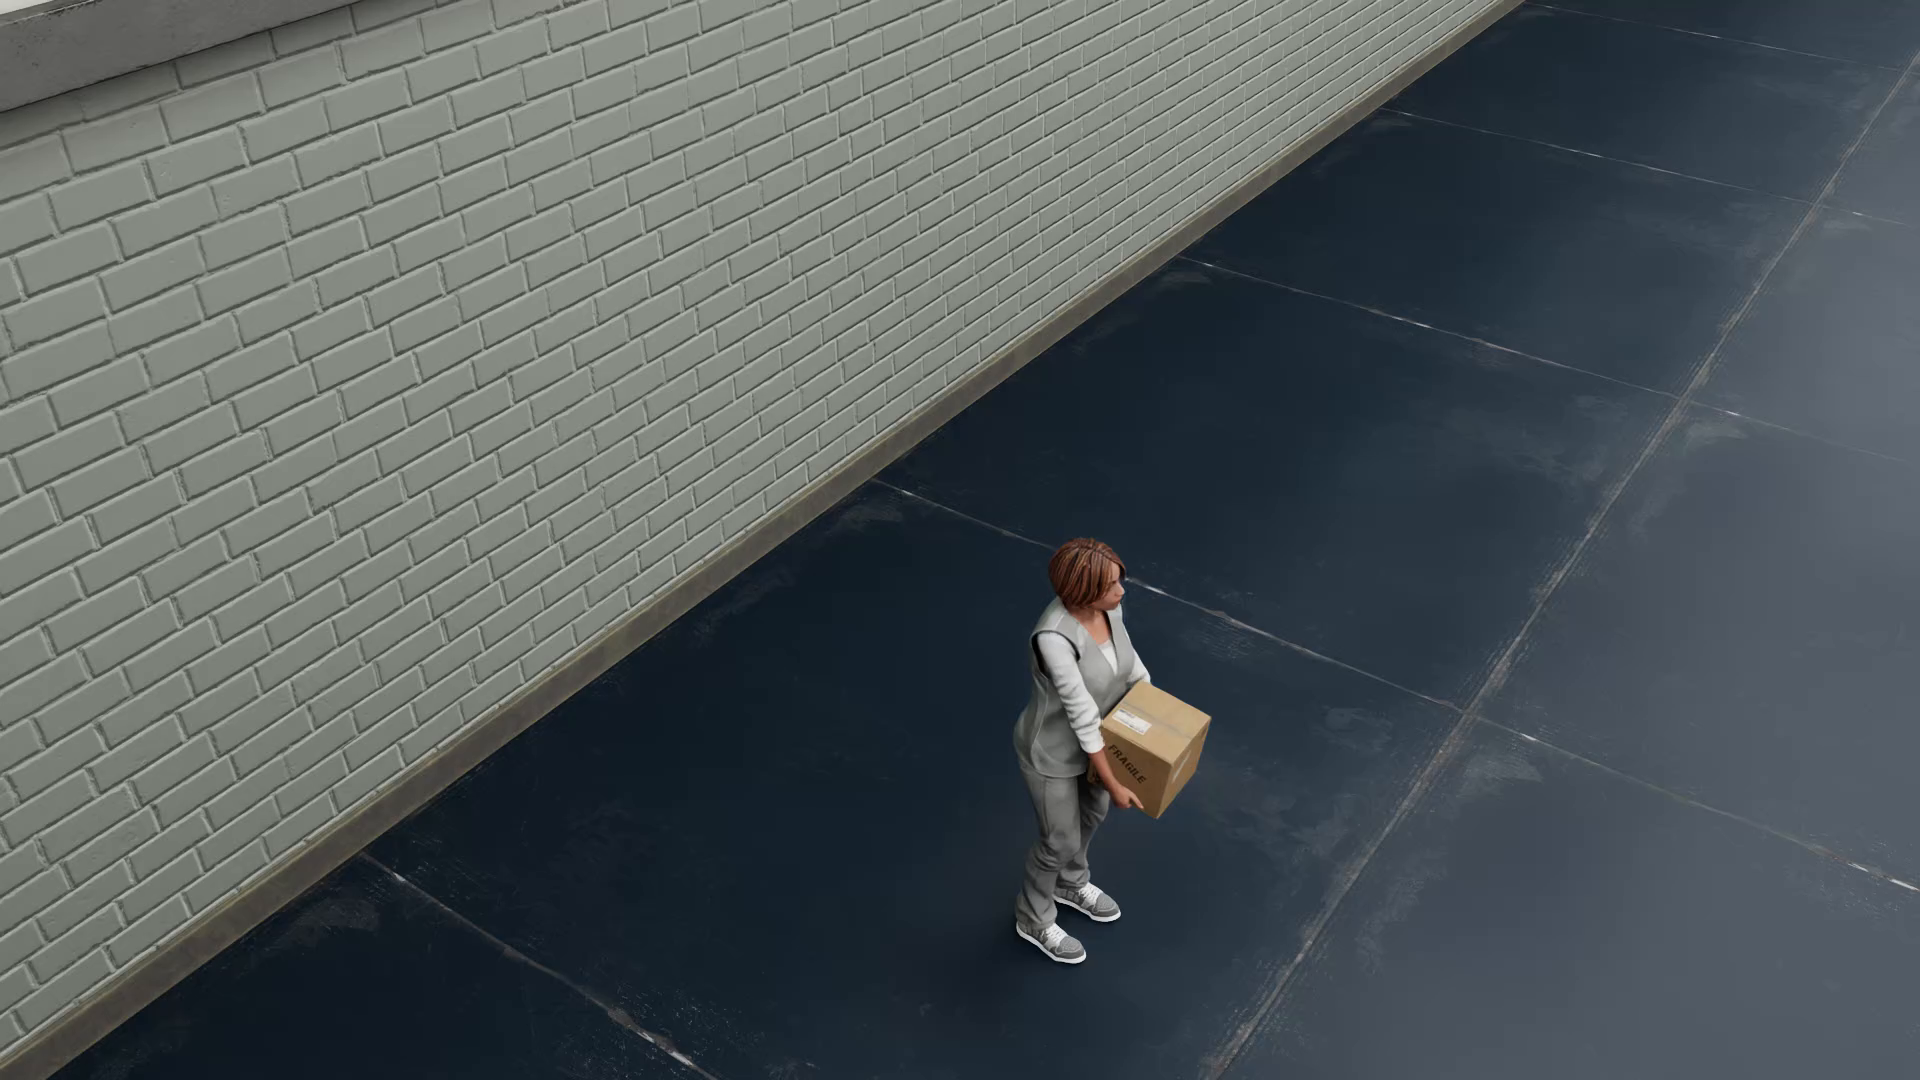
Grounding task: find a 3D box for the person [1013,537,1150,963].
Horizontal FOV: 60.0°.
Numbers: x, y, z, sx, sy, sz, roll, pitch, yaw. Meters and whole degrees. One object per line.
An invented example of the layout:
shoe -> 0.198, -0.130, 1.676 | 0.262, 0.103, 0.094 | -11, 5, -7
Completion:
person -> 0.417, 0.678, 5.192 | 0.503, 1.598, 0.375 | 21, 40, 27
